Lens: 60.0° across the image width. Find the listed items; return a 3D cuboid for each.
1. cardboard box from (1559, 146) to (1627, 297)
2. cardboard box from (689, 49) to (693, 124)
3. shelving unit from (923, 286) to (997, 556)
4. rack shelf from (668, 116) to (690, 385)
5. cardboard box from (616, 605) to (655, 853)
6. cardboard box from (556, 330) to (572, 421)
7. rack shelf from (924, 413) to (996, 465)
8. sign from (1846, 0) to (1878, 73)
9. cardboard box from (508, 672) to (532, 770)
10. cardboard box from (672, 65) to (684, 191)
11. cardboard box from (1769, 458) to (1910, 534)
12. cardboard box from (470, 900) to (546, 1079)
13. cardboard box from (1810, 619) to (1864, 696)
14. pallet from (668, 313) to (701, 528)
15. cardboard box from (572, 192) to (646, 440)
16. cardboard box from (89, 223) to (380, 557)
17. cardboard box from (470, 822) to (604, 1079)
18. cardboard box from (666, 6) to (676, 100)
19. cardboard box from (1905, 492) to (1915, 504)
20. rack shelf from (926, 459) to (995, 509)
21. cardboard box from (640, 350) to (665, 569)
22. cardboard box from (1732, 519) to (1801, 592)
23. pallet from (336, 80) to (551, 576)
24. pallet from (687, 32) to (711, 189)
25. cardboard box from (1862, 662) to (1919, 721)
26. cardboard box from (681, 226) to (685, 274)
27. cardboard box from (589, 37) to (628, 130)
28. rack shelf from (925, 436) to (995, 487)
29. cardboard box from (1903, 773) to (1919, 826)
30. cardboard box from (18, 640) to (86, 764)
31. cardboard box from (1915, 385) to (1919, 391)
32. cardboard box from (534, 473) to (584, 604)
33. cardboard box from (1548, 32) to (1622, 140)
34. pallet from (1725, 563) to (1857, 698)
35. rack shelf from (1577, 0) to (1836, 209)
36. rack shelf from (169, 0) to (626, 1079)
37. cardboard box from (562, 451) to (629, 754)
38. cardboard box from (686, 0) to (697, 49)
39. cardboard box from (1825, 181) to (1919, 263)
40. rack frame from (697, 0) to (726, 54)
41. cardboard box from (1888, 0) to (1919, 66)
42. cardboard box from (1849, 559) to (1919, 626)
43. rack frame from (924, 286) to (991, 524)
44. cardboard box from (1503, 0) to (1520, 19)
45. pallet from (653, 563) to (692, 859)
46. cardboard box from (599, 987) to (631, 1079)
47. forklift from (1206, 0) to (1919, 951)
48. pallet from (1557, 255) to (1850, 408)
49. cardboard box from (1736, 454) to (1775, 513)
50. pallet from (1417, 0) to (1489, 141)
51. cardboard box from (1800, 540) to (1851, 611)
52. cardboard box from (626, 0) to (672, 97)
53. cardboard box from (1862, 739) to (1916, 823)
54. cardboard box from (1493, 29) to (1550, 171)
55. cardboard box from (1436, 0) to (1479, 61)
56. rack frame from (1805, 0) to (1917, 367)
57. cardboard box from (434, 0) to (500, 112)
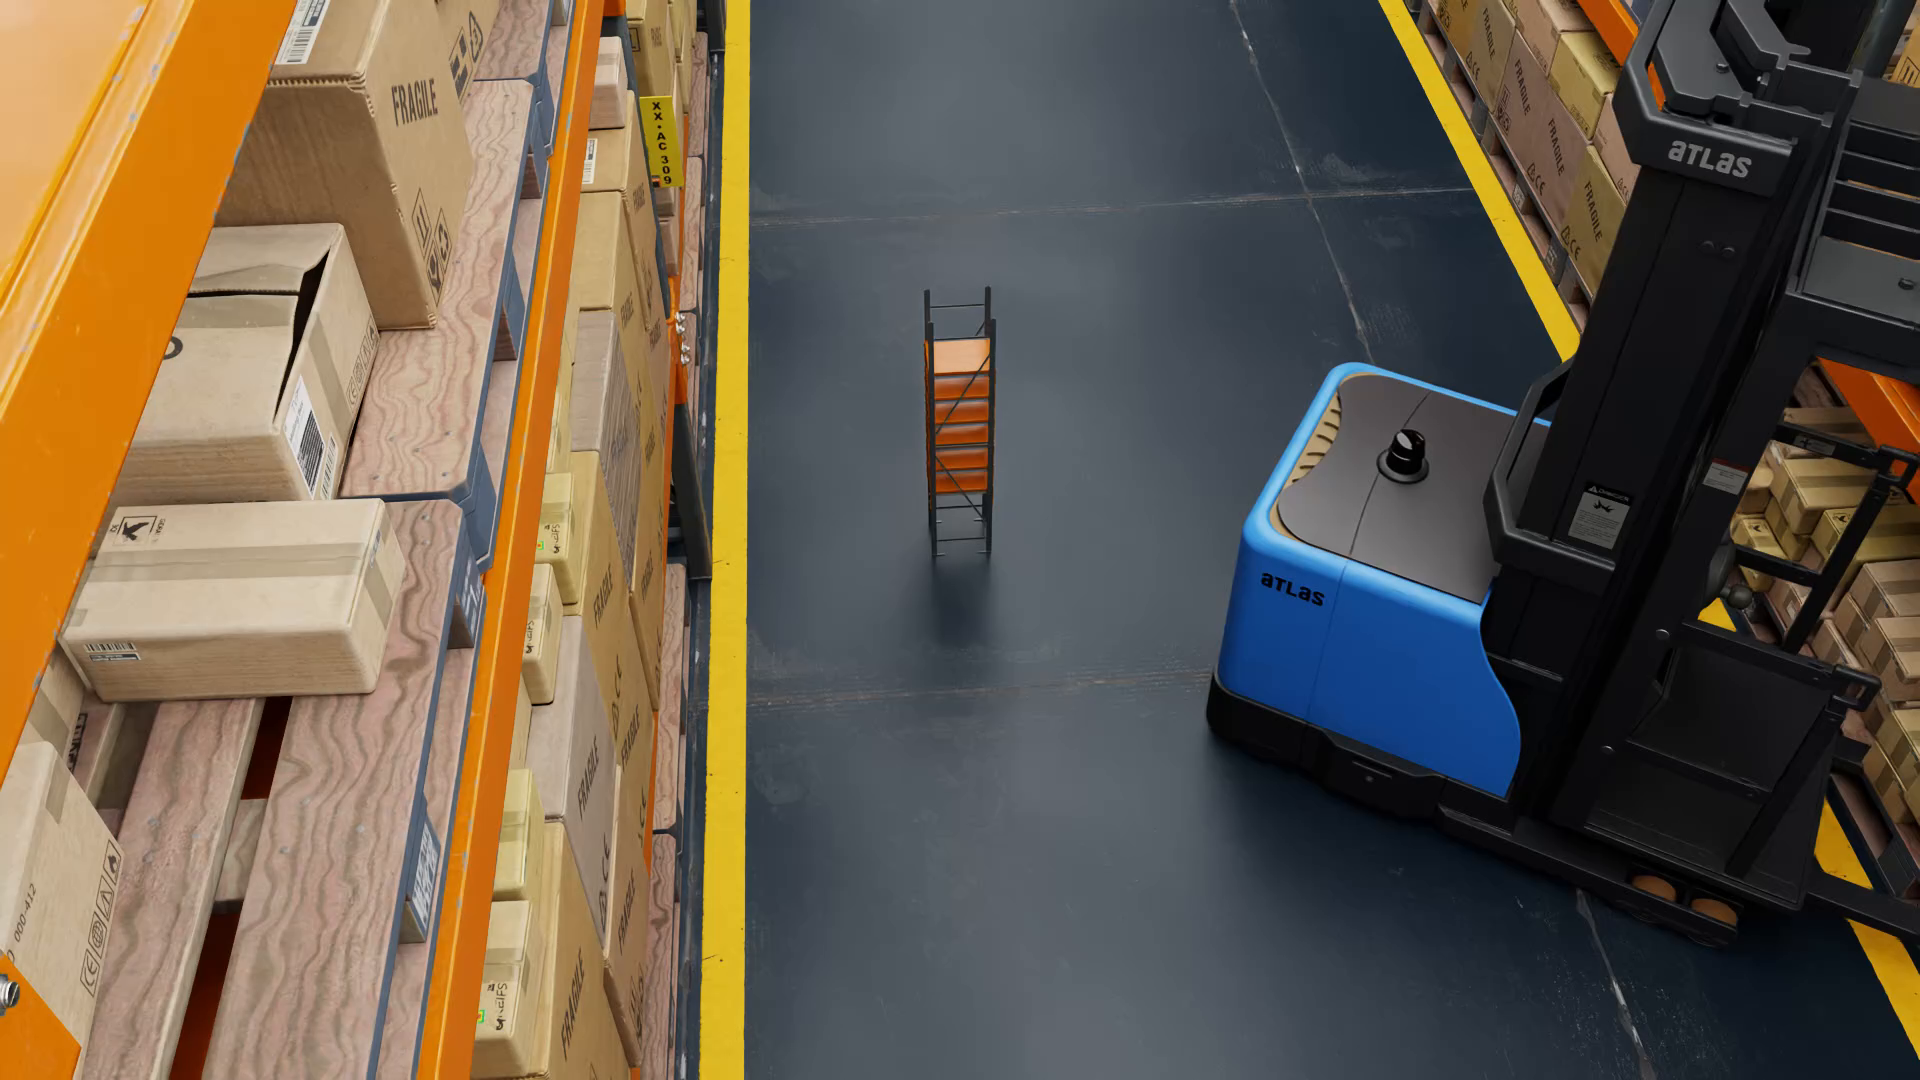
[{"bbox_3d":[3.082,-1.436,7.477,0.500,0.500,0.500,-4,47,-4],"label":"cardboard box"},{"bbox_3d":[-1.846,-2.689,8.405,0.875,0.875,0.875,-4,47,-4],"label":"cardboard box"},{"bbox_3d":[-0.001,-0.423,6.324,0.258,1.200,0.189,-3,47,-3],"label":"shelving unit"},{"bbox_3d":[-1.654,-2.086,7.155,1.077,0.370,4.000,-3,47,-3],"label":"rack shelf"},{"bbox_3d":[-1.059,0.514,4.128,0.500,0.500,0.500,-2,47,-2],"label":"cardboard box"},{"bbox_3d":[-1.100,-0.355,3.816,0.380,0.149,0.250,-4,47,-4],"label":"cardboard box"},{"bbox_3d":[-0.001,-0.392,6.357,0.258,0.103,0.180,-3,47,-3],"label":"rack shelf"},{"bbox_3d":[2.885,-1.622,5.422,0.100,0.325,0.005,-3,47,-3],"label":"sign"},{"bbox_3d":[-1.021,0.377,3.123,0.380,0.149,0.250,-3,47,-3],"label":"cardboard box"},{"bbox_3d":[-1.305,-1.543,6.249,0.500,0.250,0.500,-5,47,-4],"label":"cardboard box"},{"bbox_3d":[3.224,-0.164,6.104,0.380,0.149,0.250,-1,47,-1],"label":"cardboard box"},{"bbox_3d":[-0.906,0.753,2.767,0.380,0.149,0.250,-2,47,-2],"label":"cardboard box"},{"bbox_3d":[3.314,0.409,5.971,0.380,0.149,0.250,-4,47,-4],"label":"cardboard box"},{"bbox_3d":[-1.626,-0.481,7.060,1.003,0.211,1.213,-3,47,-3],"label":"pallet"},{"bbox_3d":[-1.138,-0.572,4.468,0.500,0.500,0.500,-4,47,-4],"label":"cardboard box"},{"bbox_3d":[-1.227,-0.258,2.565,0.500,0.311,0.500,-3,47,-3],"label":"cardboard box"},{"bbox_3d":[-0.958,0.892,3.082,0.500,0.500,0.500,-5,47,-4],"label":"cardboard box"},{"bbox_3d":[-1.314,-1.717,6.069,0.500,0.250,0.500,-3,47,-3],"label":"cardboard box"},{"bbox_3d":[3.816,-0.123,6.270,0.380,0.149,0.250,-6,47,-5],"label":"cardboard box"},{"bbox_3d":[-0.001,-0.227,6.531,0.258,0.103,0.180,-3,47,-3],"label":"rack shelf"},{"bbox_3d":[-1.145,-0.228,4.831,0.500,0.500,0.500,-5,47,-4],"label":"cardboard box"},{"bbox_3d":[3.170,0.051,6.310,0.380,0.149,0.250,-2,47,-2],"label":"cardboard box"},{"bbox_3d":[-1.330,-0.414,3.071,1.003,0.211,1.213,-3,47,-3],"label":"pallet"},{"bbox_3d":[-1.831,-2.246,8.732,1.003,0.211,1.213,-3,47,-3],"label":"pallet"},{"bbox_3d":[3.335,0.503,5.677,0.380,0.149,0.250,-2,47,-1],"label":"cardboard box"},{"bbox_3d":[-1.702,-1.397,7.181,0.875,0.875,0.875,-2,47,-2],"label":"cardboard box"},{"bbox_3d":[-1.144,-1.284,4.696,0.380,0.149,0.250,-4,47,-4],"label":"cardboard box"},{"bbox_3d":[-0.001,-0.310,6.444,0.258,0.103,0.180,-3,47,-3],"label":"rack shelf"},{"bbox_3d":[3.289,0.869,5.330,0.380,0.149,0.250,-3,47,-3],"label":"cardboard box"},{"bbox_3d":[-1.394,0.266,2.181,0.380,0.149,0.250,-7,47,-6],"label":"cardboard box"},{"bbox_3d":[3.305,-0.577,5.403,0.380,0.149,0.250,-5,47,-5],"label":"cardboard box"},{"bbox_3d":[-0.993,0.009,3.472,0.380,0.149,0.250,-5,47,-4],"label":"cardboard box"},{"bbox_3d":[3.035,-2.080,7.570,0.500,0.250,0.500,-5,47,-5],"label":"cardboard box"},{"bbox_3d":[3.529,0.183,6.432,1.003,0.211,1.213,-3,47,-3],"label":"pallet"},{"bbox_3d":[3.270,-2.460,7.509,1.077,0.370,4.000,-3,47,-3],"label":"rack shelf"},{"bbox_3d":[-1.319,-0.223,3.325,1.077,0.370,4.000,-3,47,-3],"label":"rack shelf"},{"bbox_3d":[-1.052,0.159,3.776,0.500,0.500,0.500,-3,47,-3],"label":"cardboard box"},{"bbox_3d":[-1.365,-2.277,6.944,0.500,0.250,0.500,-4,47,-4],"label":"cardboard box"},{"bbox_3d":[3.228,-1.023,5.379,0.500,0.500,0.500,-4,47,-4],"label":"cardboard box"},{"bbox_3d":[-1.822,-3.780,8.264,1.000,3.000,0.127,-3,47,-3],"label":"rack frame"},{"bbox_3d":[3.209,-1.801,5.864,0.380,0.149,0.250,-2,47,-1],"label":"cardboard box"},{"bbox_3d":[3.339,0.203,5.756,0.380,0.149,0.250,-5,47,-4],"label":"cardboard box"},{"bbox_3d":[-0.009,-0.489,6.387,0.240,1.200,0.006,-3,47,-3],"label":"rack frame"},{"bbox_3d":[2.962,-2.816,8.267,0.500,0.250,0.500,-4,47,-4],"label":"cardboard box"},{"bbox_3d":[-1.501,0.628,6.010,1.003,0.211,1.213,-3,47,-3],"label":"pallet"},{"bbox_3d":[-0.976,1.245,3.436,0.500,0.500,0.500,-4,47,-4],"label":"cardboard box"},{"bbox_3d":[2.443,-0.115,4.840,3.031,2.935,1.130,21,50,19],"label":"forklift"},{"bbox_3d":[3.371,-0.864,7.423,1.003,0.211,1.213,-3,47,-3],"label":"pallet"},{"bbox_3d":[3.149,-0.245,6.385,0.380,0.149,0.250,-2,47,-1],"label":"cardboard box"},{"bbox_3d":[3.167,-2.630,9.095,1.003,0.211,1.213,-3,47,-3],"label":"pallet"},{"bbox_3d":[3.316,0.107,6.052,0.380,0.149,0.250,-4,47,-4],"label":"cardboard box"},{"bbox_3d":[-1.237,-1.600,5.442,0.500,0.500,0.500,-3,47,-3],"label":"cardboard box"},{"bbox_3d":[3.297,0.795,5.605,0.380,0.149,0.250,-5,47,-4],"label":"cardboard box"},{"bbox_3d":[3.001,-2.177,8.178,0.500,0.500,0.500,-5,47,-4],"label":"cardboard box"},{"bbox_3d":[2.908,-2.912,8.874,0.500,0.500,0.500,-5,47,-5],"label":"cardboard box"},{"bbox_3d":[3.438,-1.260,5.877,1.000,3.000,0.127,-3,47,-3],"label":"rack frame"},{"bbox_3d":[-1.342,-1.158,3.285,0.797,0.503,0.637,0,47,0],"label":"cardboard box"}]
